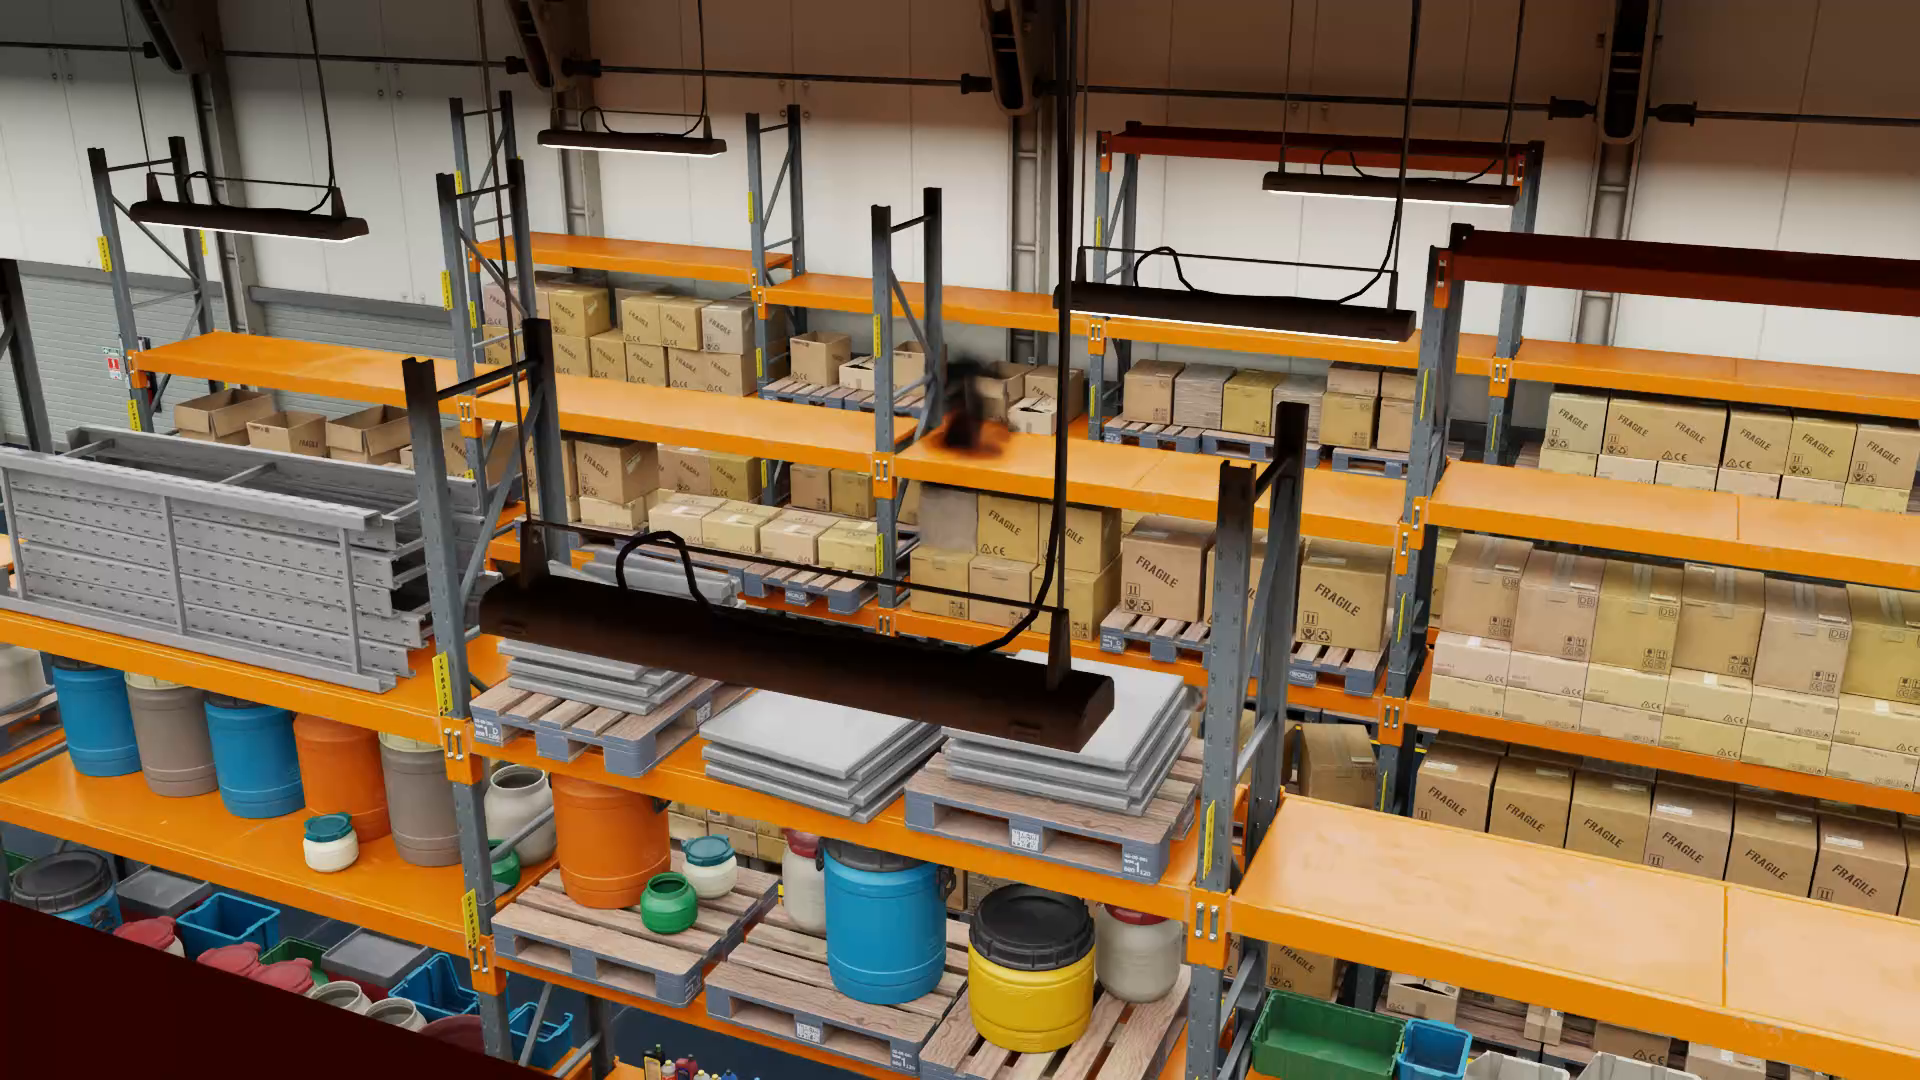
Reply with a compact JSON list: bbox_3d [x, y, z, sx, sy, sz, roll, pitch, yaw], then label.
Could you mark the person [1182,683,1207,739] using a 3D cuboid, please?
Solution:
[{"bbox_3d":[2.236,1.696,15.804,0.926,1.656,0.550,3,21,7],"label":"person"}]
